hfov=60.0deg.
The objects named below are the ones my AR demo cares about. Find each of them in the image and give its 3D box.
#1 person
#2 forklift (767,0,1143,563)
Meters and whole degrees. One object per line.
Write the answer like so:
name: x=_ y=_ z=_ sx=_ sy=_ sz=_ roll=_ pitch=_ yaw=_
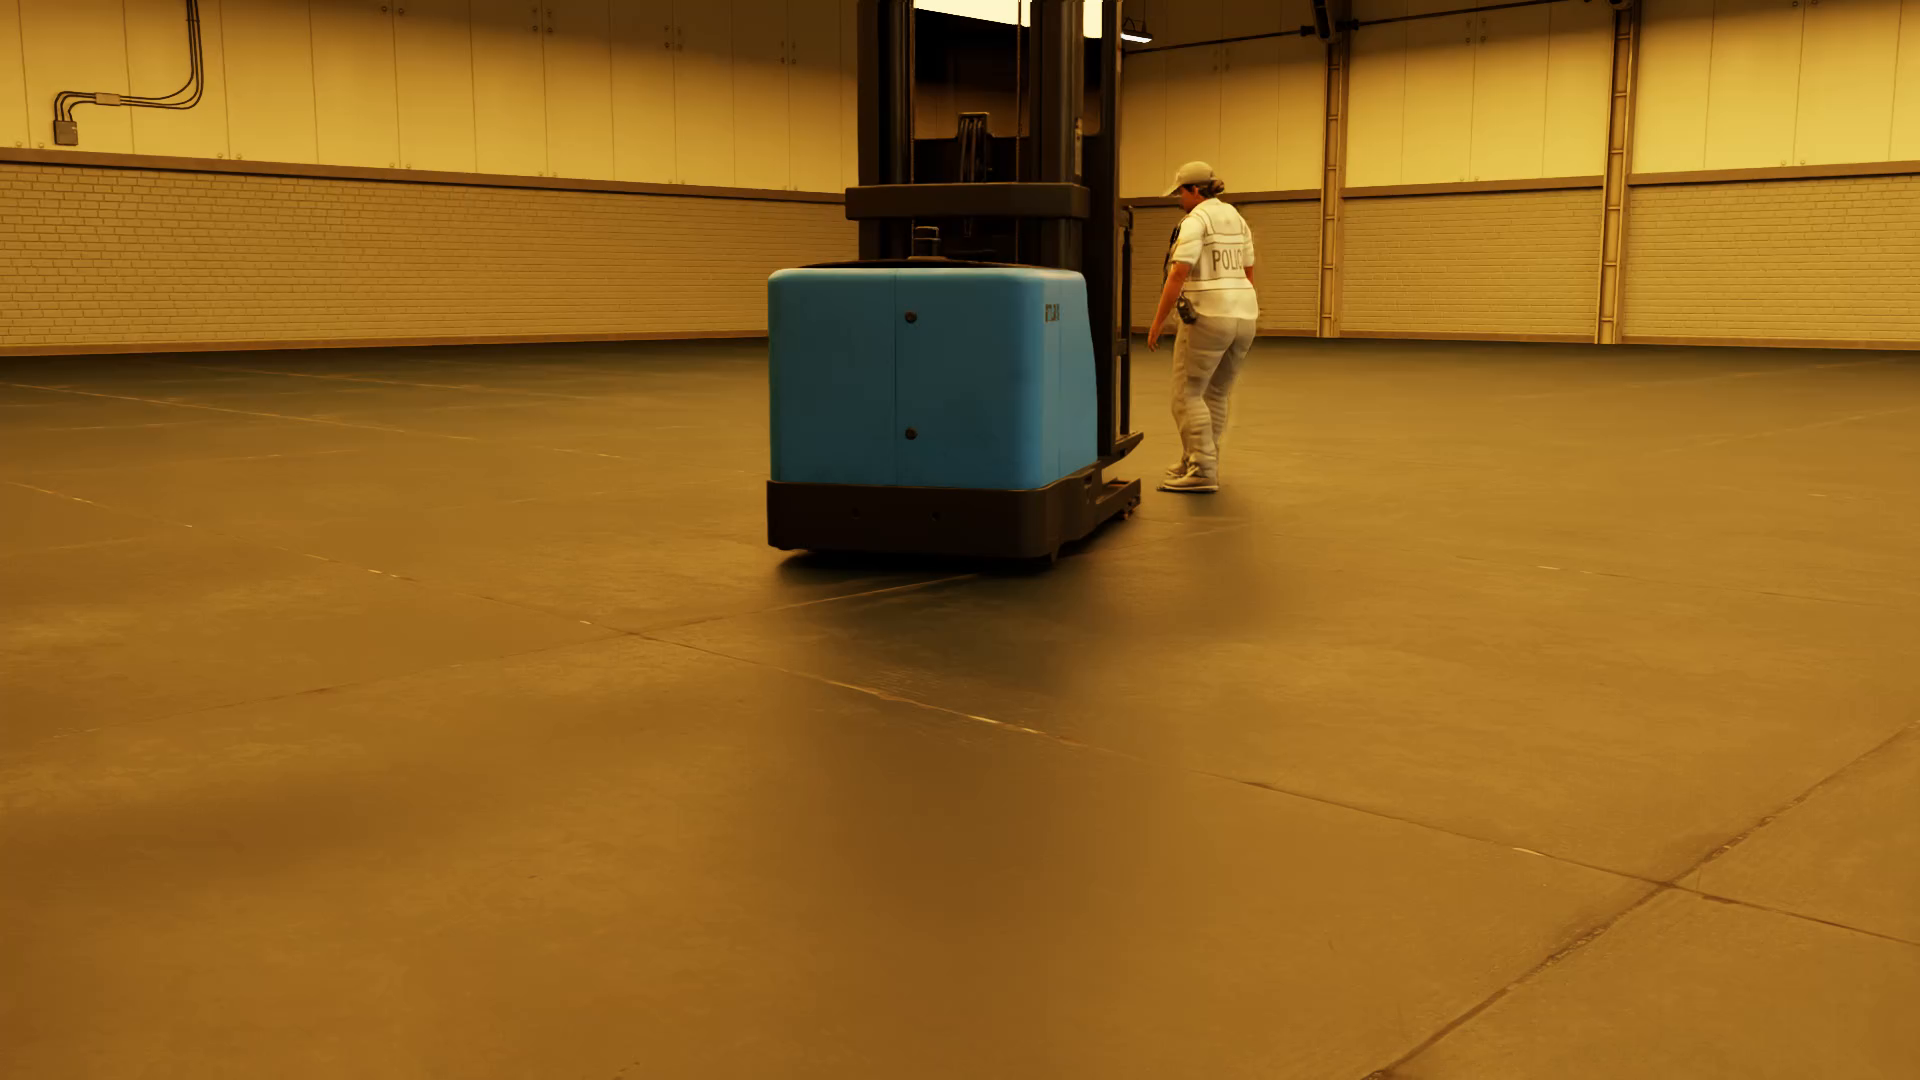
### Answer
person: x=1.196 y=-1.087 z=8.469 sx=0.613 sy=1.643 sz=0.635 roll=8 pitch=12 yaw=43
forklift: x=0.189 y=-1.547 z=7.151 sx=1.130 sy=2.935 sz=3.031 roll=2 pitch=9 yaw=16
